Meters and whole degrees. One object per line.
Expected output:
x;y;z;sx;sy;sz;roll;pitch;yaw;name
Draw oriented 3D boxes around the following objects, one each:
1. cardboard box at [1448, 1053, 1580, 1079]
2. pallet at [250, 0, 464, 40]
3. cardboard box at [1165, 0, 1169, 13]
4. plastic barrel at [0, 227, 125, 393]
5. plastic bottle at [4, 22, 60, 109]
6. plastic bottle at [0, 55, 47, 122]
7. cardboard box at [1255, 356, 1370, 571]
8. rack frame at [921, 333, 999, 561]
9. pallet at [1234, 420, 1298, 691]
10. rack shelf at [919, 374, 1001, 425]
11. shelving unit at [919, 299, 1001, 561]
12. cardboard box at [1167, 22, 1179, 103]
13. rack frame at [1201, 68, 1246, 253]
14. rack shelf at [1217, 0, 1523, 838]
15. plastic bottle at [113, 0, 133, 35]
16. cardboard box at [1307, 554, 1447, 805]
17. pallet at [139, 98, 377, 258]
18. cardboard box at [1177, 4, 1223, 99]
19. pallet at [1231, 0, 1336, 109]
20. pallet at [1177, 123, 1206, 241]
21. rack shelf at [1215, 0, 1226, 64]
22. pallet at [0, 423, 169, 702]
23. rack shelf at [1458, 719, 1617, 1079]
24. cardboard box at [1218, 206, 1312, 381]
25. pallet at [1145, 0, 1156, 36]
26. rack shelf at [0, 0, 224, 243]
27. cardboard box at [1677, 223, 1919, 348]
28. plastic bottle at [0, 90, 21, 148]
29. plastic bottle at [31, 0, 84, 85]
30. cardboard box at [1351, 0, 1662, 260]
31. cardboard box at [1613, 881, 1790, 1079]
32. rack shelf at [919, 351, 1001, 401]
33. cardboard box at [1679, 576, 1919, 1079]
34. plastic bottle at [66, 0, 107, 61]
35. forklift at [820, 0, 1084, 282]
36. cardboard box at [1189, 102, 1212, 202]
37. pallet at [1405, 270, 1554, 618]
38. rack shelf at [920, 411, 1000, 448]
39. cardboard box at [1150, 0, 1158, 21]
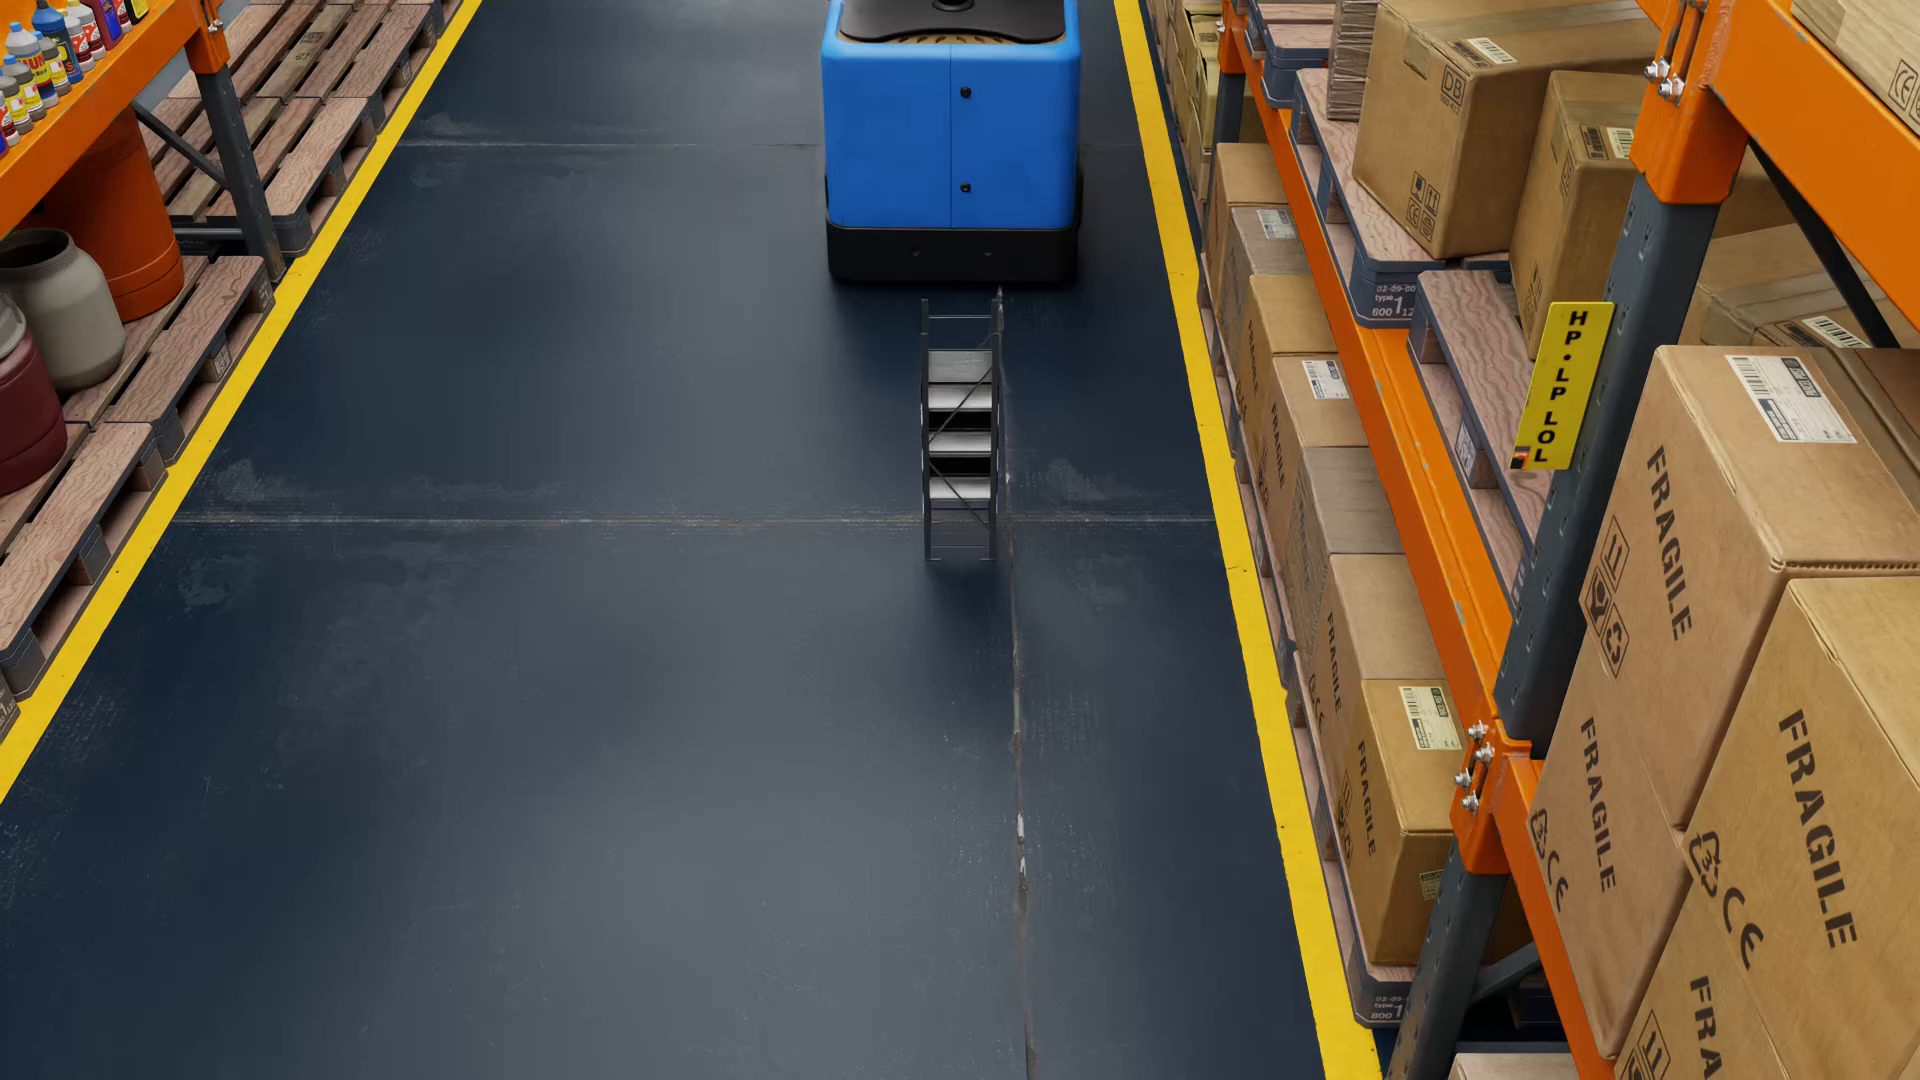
1.326;1.341;3.477;0.500;0.311;0.500;0;39;0;cardboard box
-3.381;-3.222;9.602;1.003;0.211;1.213;0;39;0;pallet
1.287;-2.892;8.375;0.500;0.311;0.500;1;39;1;cardboard box
-3.309;-0.834;6.045;0.421;0.512;0.421;0;39;0;plastic barrel
-3.007;-1.537;5.372;0.097;0.271;0.097;0;39;0;plastic bottle
-3.006;-1.449;5.318;0.097;0.201;0.097;0;39;0;plastic bottle
1.259;-0.245;5.304;0.500;0.500;0.500;-1;39;-2;cardboard box
0.000;-0.282;5.383;0.240;0.900;0.006;0;39;0;rack frame
1.499;0.015;5.562;1.003;0.211;1.213;0;39;0;pallet
0.000;-0.461;5.371;0.258;0.077;0.200;0;39;0;rack shelf
0.000;-0.346;5.462;0.258;0.900;0.210;0;39;0;shelving unit
1.291;-2.357;8.156;0.500;0.250;0.500;1;39;1;cardboard box
1.537;-2.301;6.222;1.000;3.000;0.127;0;39;0;rack frame
1.539;-0.769;4.887;1.077;0.370;4.000;0;39;0;rack shelf
-3.007;-1.897;5.878;0.097;0.201;0.097;0;39;0;plastic bottle
1.262;0.387;4.516;0.500;0.500;0.500;0;39;0;cardboard box
-3.378;-1.696;7.697;1.003;0.211;1.213;0;39;0;pallet
1.283;-2.263;7.590;0.500;0.311;0.500;-1;39;-1;cardboard box
1.608;-1.802;5.754;1.213;0.211;1.003;0;39;0;pallet
1.575;-1.728;7.737;1.003;0.211;1.213;0;39;0;pallet
1.535;-3.271;8.008;1.077;0.370;4.000;0;39;0;rack shelf
-3.375;0.043;5.528;1.003;0.211;1.213;0;39;0;pallet
1.544;1.732;1.765;1.077;0.370;4.000;0;39;0;rack shelf
1.258;-0.885;6.103;0.500;0.500;0.500;-1;39;-2;cardboard box
1.572;-3.253;9.641;1.003;0.211;1.213;0;39;0;pallet
-3.414;-0.768;4.885;1.077;0.370;4.000;0;39;0;rack shelf
1.765;-0.299;3.308;0.700;0.500;0.500;-13;40;-15;cardboard box
-3.006;-1.327;5.166;0.097;0.201;0.097;0;39;0;plastic bottle
-3.007;-1.659;5.524;0.097;0.271;0.097;0;39;0;plastic bottle
1.478;-1.107;4.317;0.700;0.500;0.500;-9;40;-11;cardboard box
1.274;0.801;2.272;0.500;0.500;0.500;1;39;1;cardboard box
0.000;-0.531;5.314;0.258;0.077;0.200;0;39;0;rack shelf
1.262;0.389;1.987;0.500;0.500;0.500;-1;39;-1;cardboard box
-3.007;-1.753;5.698;0.097;0.201;0.097;0;39;0;plastic bottle
-0.006;-3.125;7.306;1.130;2.935;3.031;1;39;1;forklift
1.293;-1.721;7.361;0.500;0.250;0.500;1;39;1;cardboard box
1.650;-0.224;3.785;1.003;0.211;1.213;0;39;0;pallet
0.000;-0.390;5.427;0.258;0.077;0.200;0;39;0;rack shelf
1.288;-2.997;8.954;0.500;0.250;0.500;-1;39;-1;cardboard box
